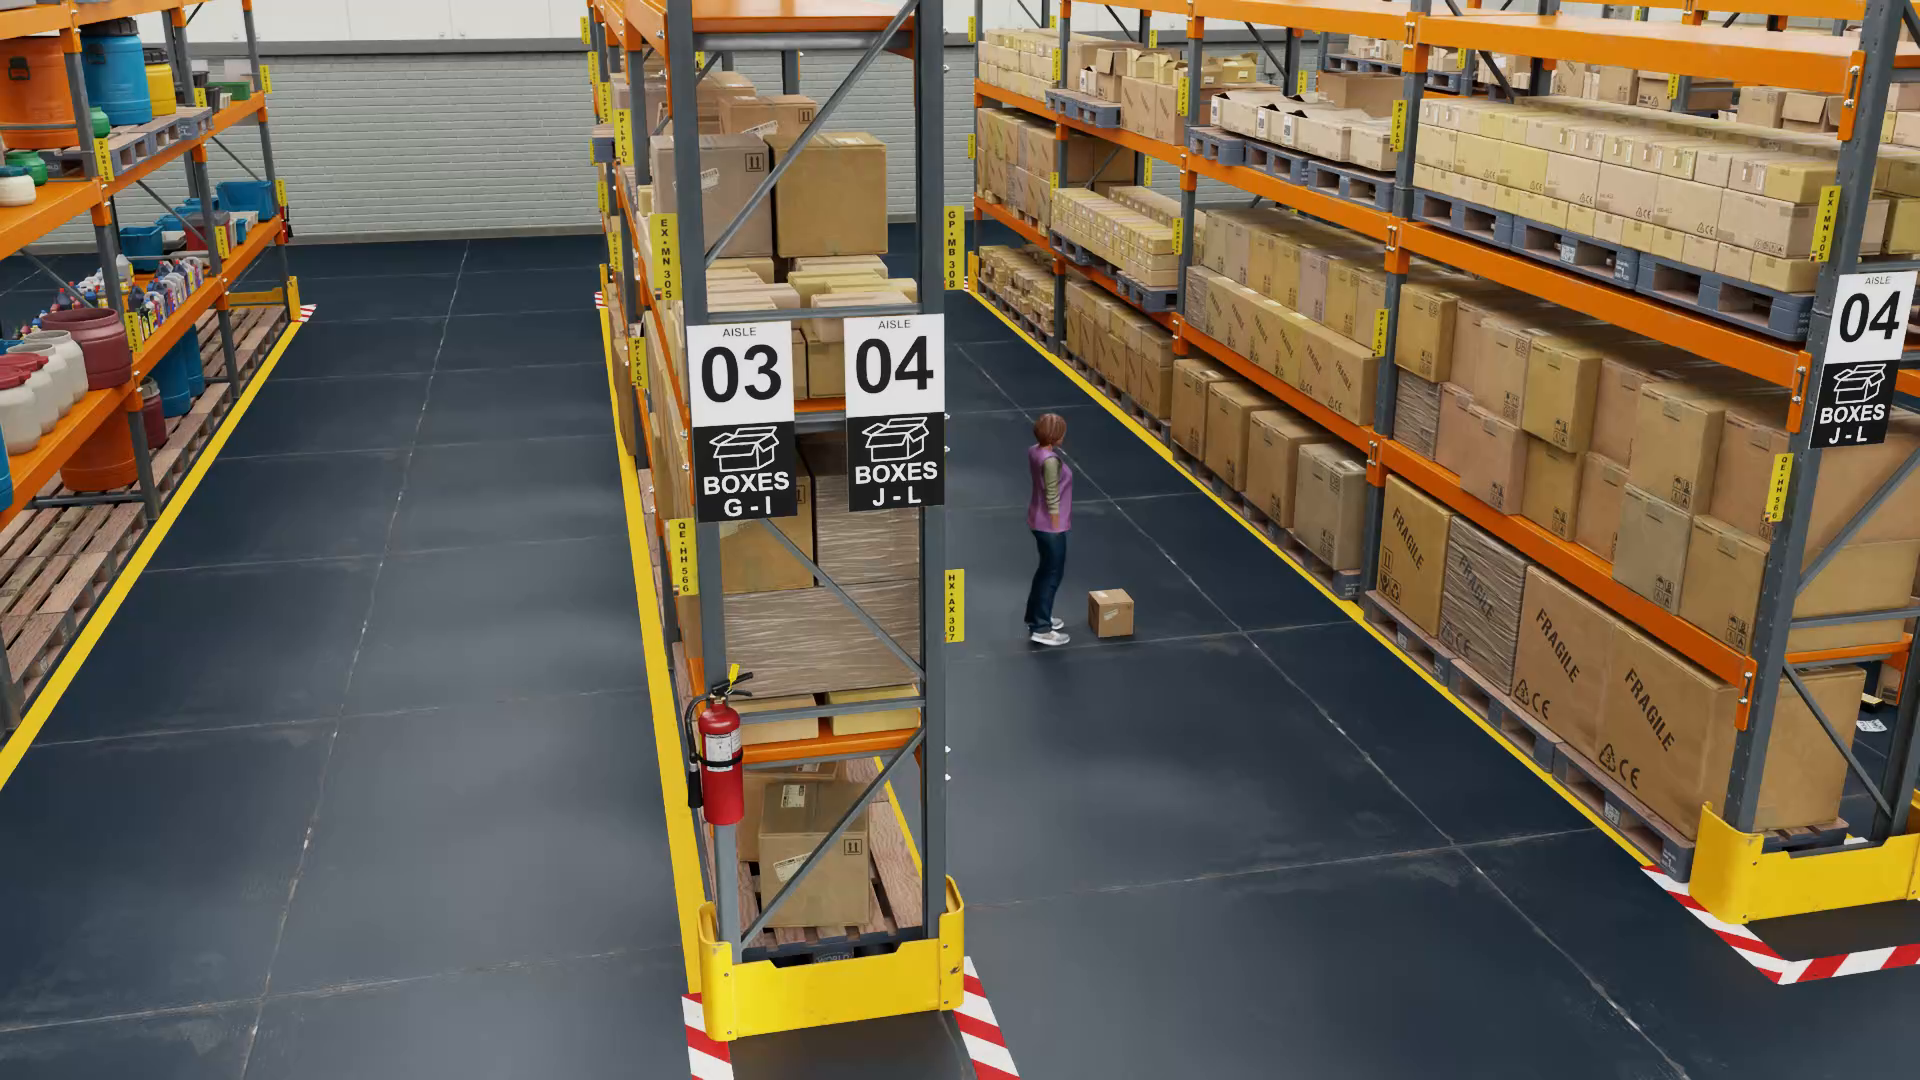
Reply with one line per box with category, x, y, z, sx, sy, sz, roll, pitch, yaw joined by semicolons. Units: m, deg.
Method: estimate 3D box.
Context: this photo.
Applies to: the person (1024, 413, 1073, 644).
person;0.601;-0.088;11.357;0.312;1.605;0.407;-4;20;-11
